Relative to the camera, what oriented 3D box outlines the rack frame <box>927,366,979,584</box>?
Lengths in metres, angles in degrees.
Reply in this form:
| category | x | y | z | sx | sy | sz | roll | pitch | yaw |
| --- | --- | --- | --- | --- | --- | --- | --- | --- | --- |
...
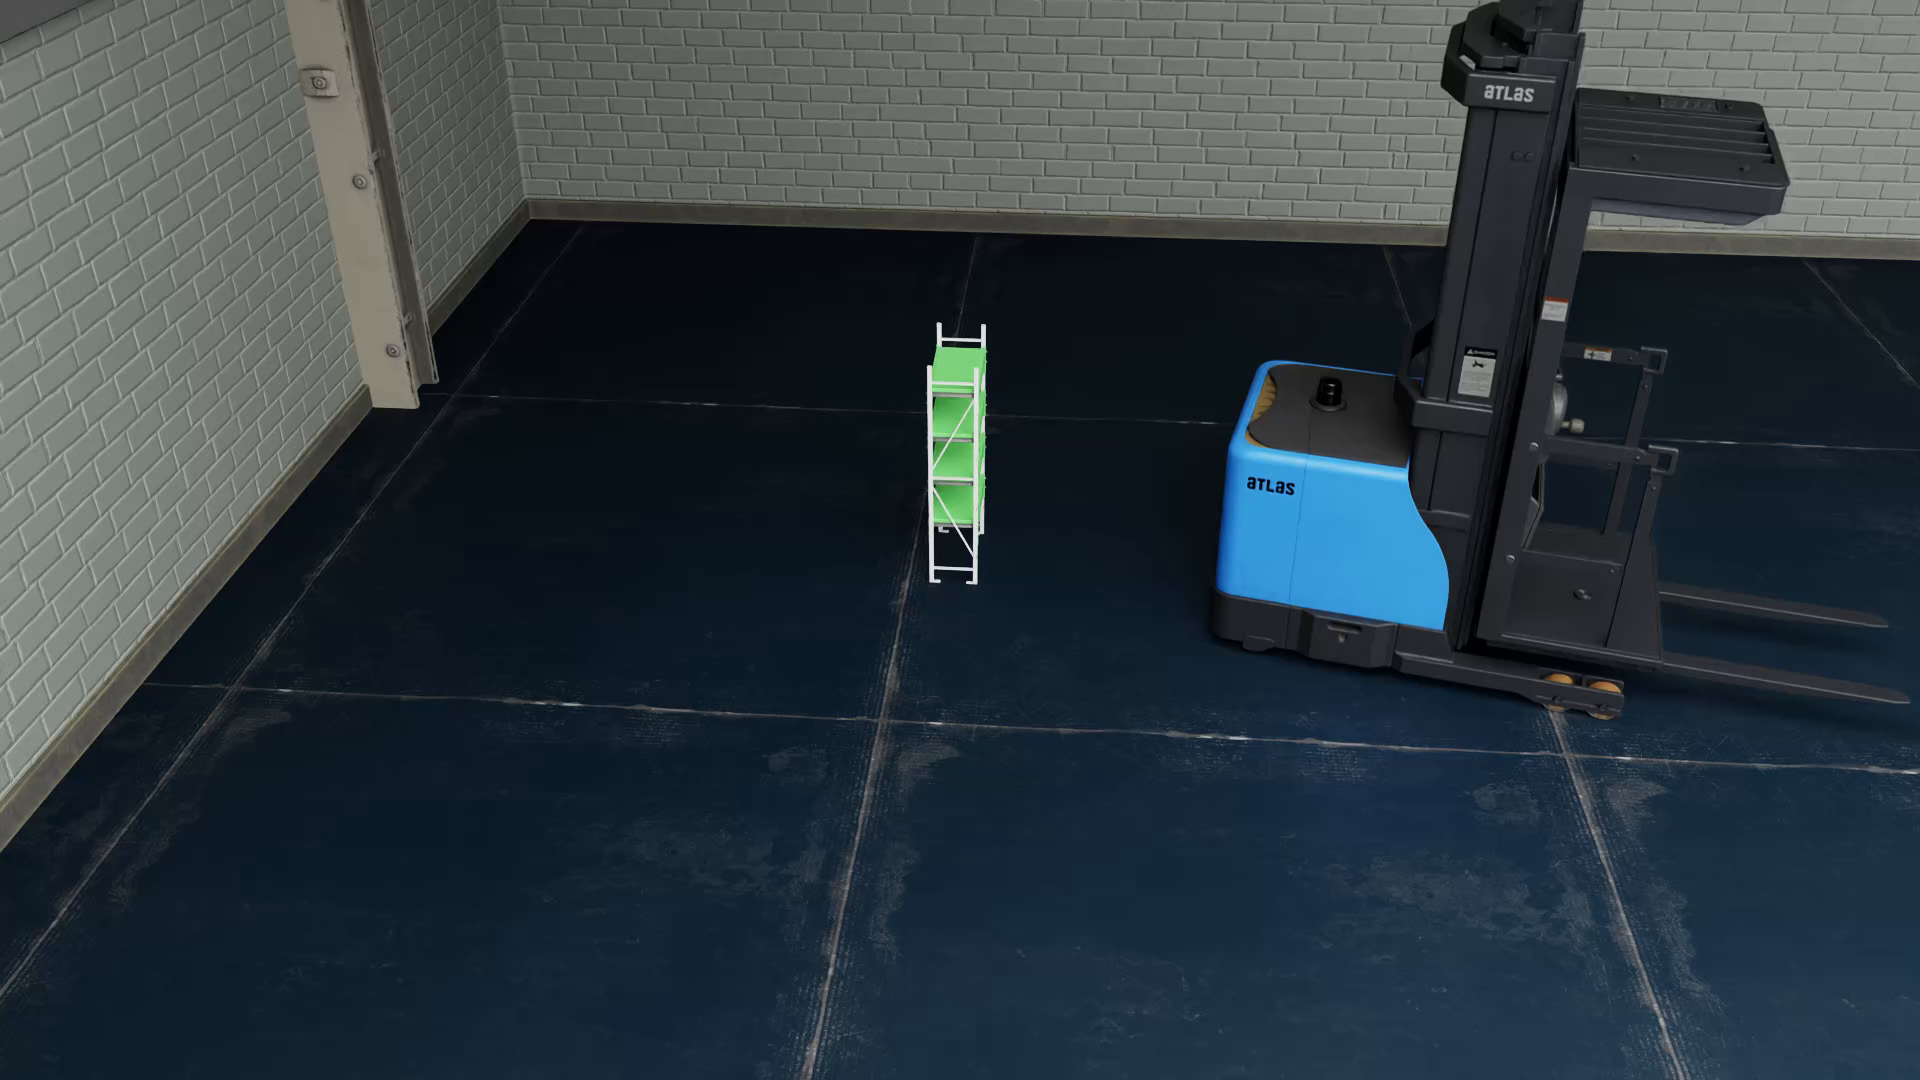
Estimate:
| category | x | y | z | sx | sy | sz | roll | pitch | yaw |
| --- | --- | --- | --- | --- | --- | --- | --- | --- | --- |
| rack frame | -0.033 | -0.297 | 8.088 | 0.240 | 1.200 | 0.015 | 2 | 32 | 4 |

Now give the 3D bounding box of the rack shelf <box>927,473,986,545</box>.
| category | x | y | z | sx | sy | sz | roll | pitch | yaw |
| --- | --- | --- | --- | --- | --- | --- | --- | --- | --- |
| rack shelf | -0.013 | -0.166 | 8.454 | 0.258 | 0.148 | 0.480 | 2 | 32 | 4 |

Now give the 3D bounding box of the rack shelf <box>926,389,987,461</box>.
| category | x | y | z | sx | sy | sz | roll | pitch | yaw |
| --- | --- | --- | --- | --- | --- | --- | --- | --- | --- |
| rack shelf | -0.013 | -0.574 | 8.202 | 0.258 | 0.148 | 0.480 | 2 | 32 | 4 |

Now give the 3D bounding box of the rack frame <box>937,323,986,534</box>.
| category | x | y | z | sx | sy | sz | roll | pitch | yaw |
| --- | --- | --- | --- | --- | --- | --- | --- | --- | --- |
| rack frame | 0.006 | -0.552 | 8.502 | 0.240 | 1.200 | 0.015 | 2 | 32 | 4 |

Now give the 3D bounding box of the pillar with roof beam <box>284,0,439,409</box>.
| category | x | y | z | sx | sy | sz | roll | pitch | yaw |
| --- | --- | --- | --- | --- | --- | --- | --- | --- | --- |
| pillar with roof beam | 0.875 | -4.549 | 7.555 | 9.100 | 9.000 | 0.400 | 2 | 32 | 4 |

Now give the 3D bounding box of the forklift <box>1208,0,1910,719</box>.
| category | x | y | z | sx | sy | sz | roll | pitch | yaw |
| --- | --- | --- | --- | --- | --- | --- | --- | --- | --- |
| forklift | 2.761 | -0.759 | 7.188 | 3.031 | 2.935 | 1.130 | 9 | 33 | 15 |

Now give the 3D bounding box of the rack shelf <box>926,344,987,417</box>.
| category | x | y | z | sx | sy | sz | roll | pitch | yaw |
| --- | --- | --- | --- | --- | --- | --- | --- | --- | --- |
| rack shelf | -0.013 | -0.778 | 8.076 | 0.258 | 0.148 | 0.480 | 2 | 32 | 4 |

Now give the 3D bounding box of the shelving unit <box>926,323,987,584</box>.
| category | x | y | z | sx | sy | sz | roll | pitch | yaw |
| --- | --- | --- | --- | --- | --- | --- | --- | --- | --- |
| shelving unit | -0.013 | -0.424 | 8.295 | 0.258 | 1.200 | 0.503 | 2 | 32 | 4 |

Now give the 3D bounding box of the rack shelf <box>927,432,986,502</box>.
| category | x | y | z | sx | sy | sz | roll | pitch | yaw |
| --- | --- | --- | --- | --- | --- | --- | --- | --- | --- |
| rack shelf | -0.013 | -0.370 | 8.328 | 0.258 | 0.148 | 0.480 | 2 | 32 | 4 |
